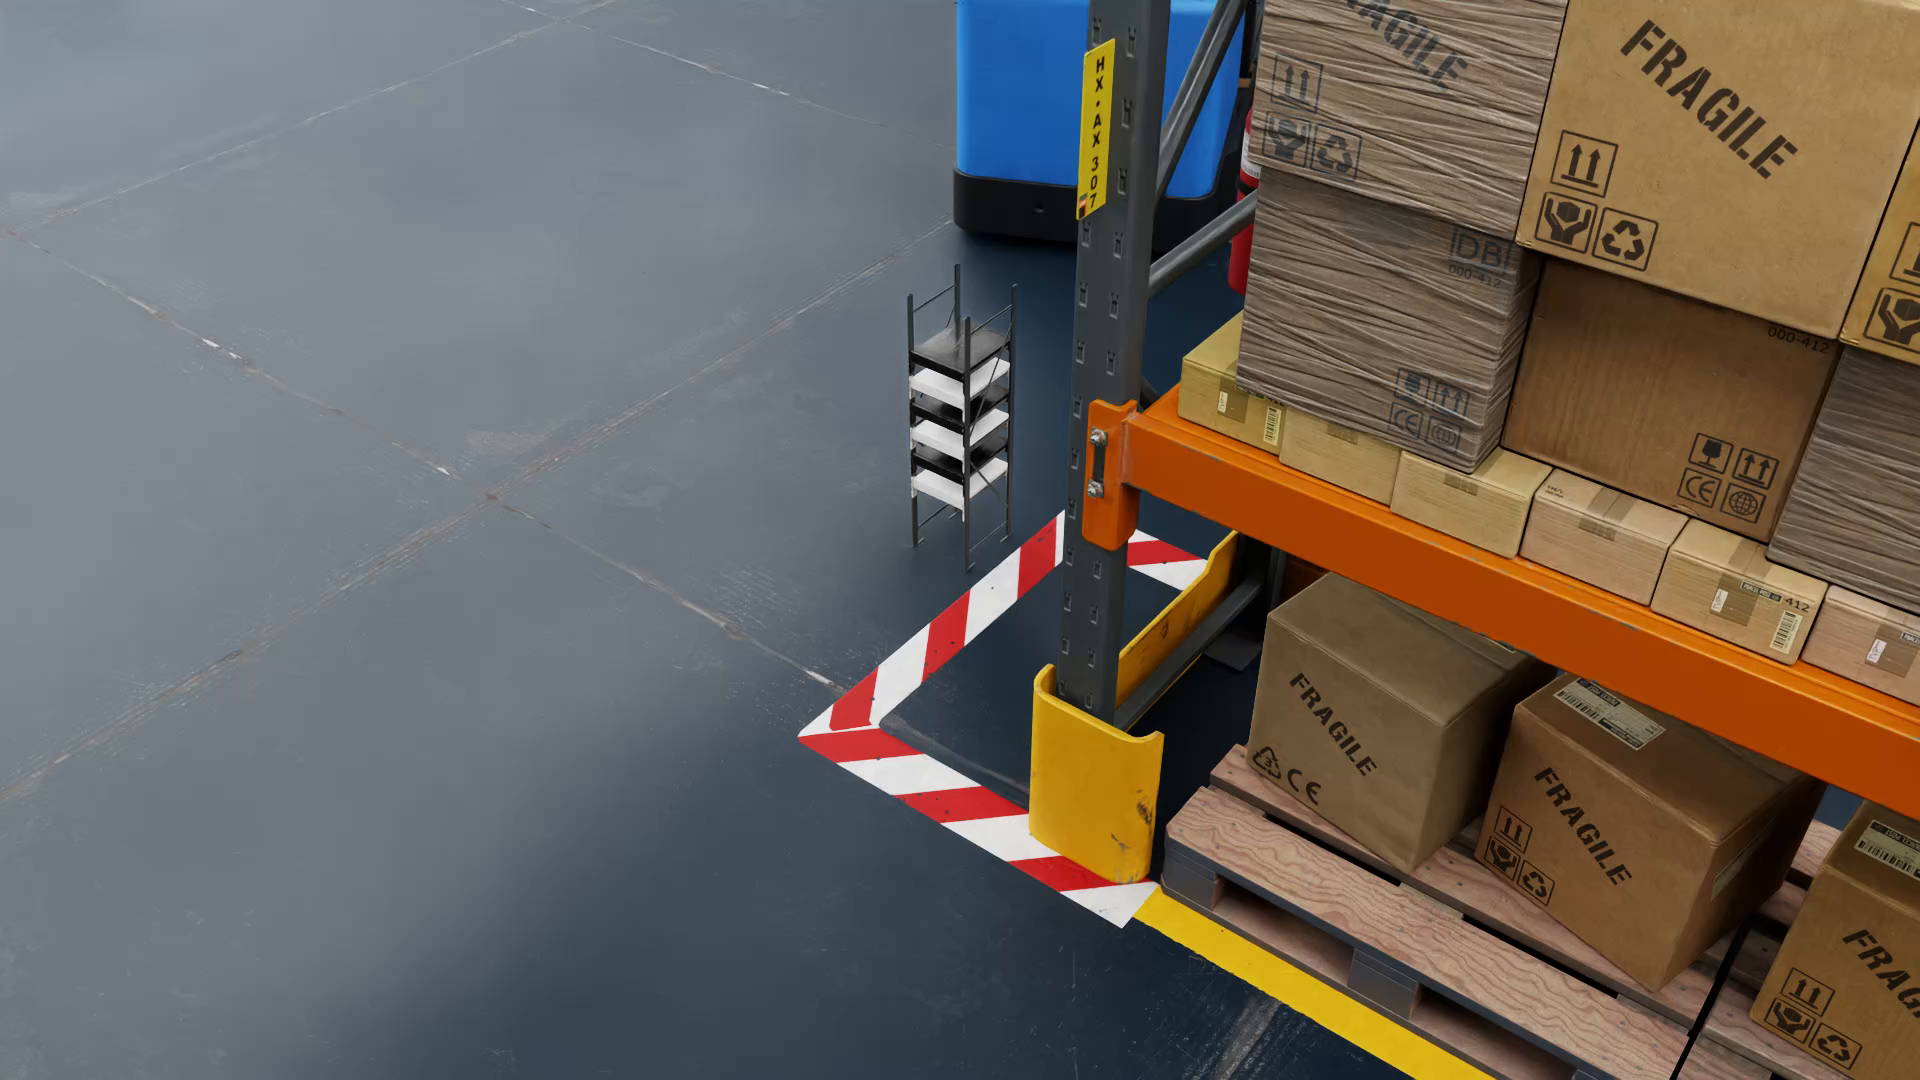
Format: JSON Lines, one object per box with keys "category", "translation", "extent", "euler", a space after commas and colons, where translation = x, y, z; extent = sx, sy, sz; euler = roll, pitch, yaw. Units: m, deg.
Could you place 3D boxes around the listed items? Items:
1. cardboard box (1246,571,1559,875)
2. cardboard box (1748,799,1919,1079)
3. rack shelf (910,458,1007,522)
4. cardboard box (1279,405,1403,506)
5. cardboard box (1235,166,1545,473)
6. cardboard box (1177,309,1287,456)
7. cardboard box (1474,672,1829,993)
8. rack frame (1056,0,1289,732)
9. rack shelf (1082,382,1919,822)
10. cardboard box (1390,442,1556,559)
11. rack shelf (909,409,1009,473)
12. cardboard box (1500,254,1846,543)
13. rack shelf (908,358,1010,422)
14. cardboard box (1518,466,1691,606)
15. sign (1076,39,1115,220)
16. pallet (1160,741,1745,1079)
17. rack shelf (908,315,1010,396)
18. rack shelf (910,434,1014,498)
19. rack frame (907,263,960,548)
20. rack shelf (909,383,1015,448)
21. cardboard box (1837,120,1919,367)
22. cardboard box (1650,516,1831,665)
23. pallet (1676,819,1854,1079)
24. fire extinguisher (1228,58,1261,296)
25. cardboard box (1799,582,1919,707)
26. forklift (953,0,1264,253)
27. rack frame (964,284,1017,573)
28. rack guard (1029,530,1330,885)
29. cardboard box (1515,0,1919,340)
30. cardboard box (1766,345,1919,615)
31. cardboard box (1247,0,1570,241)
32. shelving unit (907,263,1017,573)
{"category": "cardboard box", "translation": [1.068, 0.378, 4.021], "extent": [0.500, 0.500, 0.500], "euler": [-29, 46, -32]}
{"category": "cardboard box", "translation": [2.050, 0.829, 3.445], "extent": [0.500, 0.500, 0.500], "euler": [30, 47, 32]}
{"category": "rack shelf", "translation": [0.006, -0.183, 5.100], "extent": [0.200, 0.077, 0.258], "euler": [25, 45, 29]}
{"category": "cardboard box", "translation": [0.851, -0.258, 3.350], "extent": [0.250, 0.149, 0.380], "euler": [25, 45, 29]}
{"category": "cardboard box", "translation": [1.003, -0.620, 3.286], "extent": [0.500, 0.500, 0.875], "euler": [25, 45, 29]}
{"category": "cardboard box", "translation": [0.664, -0.361, 3.481], "extent": [0.250, 0.149, 0.380], "euler": [25, 45, 29]}
{"category": "cardboard box", "translation": [1.564, 0.585, 3.757], "extent": [0.500, 0.500, 0.500], "euler": [-25, 45, -29]}
{"category": "rack frame", "translation": [0.582, -0.683, 3.689], "extent": [0.127, 3.000, 1.000], "euler": [25, 45, 29]}
{"category": "rack shelf", "translation": [2.171, 0.349, 2.954], "extent": [4.000, 0.370, 1.077], "euler": [25, 45, 29]}
{"category": "cardboard box", "translation": [1.040, -0.157, 3.221], "extent": [0.250, 0.149, 0.380], "euler": [25, 45, 29]}
{"category": "rack shelf", "translation": [0.006, -0.325, 4.989], "extent": [0.200, 0.077, 0.258], "euler": [25, 45, 29]}
{"category": "cardboard box", "translation": [1.473, -0.492, 3.122], "extent": [0.500, 0.500, 0.875], "euler": [25, 45, 29]}
{"category": "rack shelf", "translation": [0.006, -0.467, 4.878], "extent": [0.200, 0.077, 0.258], "euler": [25, 45, 29]}
{"category": "cardboard box", "translation": [1.251, -0.073, 3.114], "extent": [0.250, 0.149, 0.380], "euler": [25, 45, 29]}
{"category": "sign", "translation": [0.253, -0.758, 3.083], "extent": [0.005, 0.325, 0.100], "euler": [25, 45, 29]}
{"category": "pallet", "translation": [1.266, 0.765, 4.102], "extent": [1.213, 0.211, 1.003], "euler": [25, 45, 29]}
{"category": "rack shelf", "translation": [0.006, -0.538, 4.823], "extent": [0.200, 0.077, 0.258], "euler": [25, 45, 29]}
{"category": "rack shelf", "translation": [0.006, -0.254, 5.045], "extent": [0.200, 0.077, 0.258], "euler": [25, 45, 29]}
{"category": "rack frame", "translation": [-0.074, -0.389, 5.017], "extent": [0.006, 0.900, 0.240], "euler": [25, 45, 29]}
{"category": "rack shelf", "translation": [0.006, -0.396, 4.934], "extent": [0.200, 0.077, 0.258], "euler": [25, 45, 29]}
{"category": "cardboard box", "translation": [1.645, -0.516, 2.343], "extent": [0.500, 0.500, 0.500], "euler": [25, 45, 29]}
{"category": "cardboard box", "translation": [1.446, 0.024, 2.990], "extent": [0.250, 0.149, 0.380], "euler": [25, 45, 29]}
{"category": "pallet", "translation": [2.231, 1.222, 3.518], "extent": [1.213, 0.211, 1.003], "euler": [25, 45, 29]}
{"category": "fire extinguisher", "translation": [0.771, -0.921, 4.056], "extent": [0.183, 0.674, 0.296], "euler": [25, 45, 29]}
{"category": "cardboard box", "translation": [1.661, 0.104, 2.887], "extent": [0.250, 0.149, 0.380], "euler": [25, 45, 29]}
{"category": "forklift", "translation": [0.810, -3.193, 6.951], "extent": [1.130, 2.935, 3.031], "euler": [8, 39, 10]}
{"category": "rack frame", "translation": [0.087, -0.313, 4.920], "extent": [0.006, 0.900, 0.240], "euler": [25, 45, 29]}
{"category": "rack guard", "translation": [0.643, 0.330, 4.423], "extent": [0.348, 0.500, 1.175], "euler": [25, 45, 29]}
{"category": "cardboard box", "translation": [1.247, -0.703, 2.581], "extent": [0.500, 0.500, 0.500], "euler": [25, 45, 29]}
{"category": "cardboard box", "translation": [1.843, -0.283, 2.856], "extent": [0.500, 0.500, 0.875], "euler": [25, 45, 29]}
{"category": "cardboard box", "translation": [0.854, -0.894, 2.825], "extent": [0.500, 0.500, 0.500], "euler": [25, 45, 29]}
{"category": "shelving unit", "translation": [0.006, -0.351, 4.969], "extent": [0.210, 0.900, 0.258], "euler": [25, 45, 29]}
